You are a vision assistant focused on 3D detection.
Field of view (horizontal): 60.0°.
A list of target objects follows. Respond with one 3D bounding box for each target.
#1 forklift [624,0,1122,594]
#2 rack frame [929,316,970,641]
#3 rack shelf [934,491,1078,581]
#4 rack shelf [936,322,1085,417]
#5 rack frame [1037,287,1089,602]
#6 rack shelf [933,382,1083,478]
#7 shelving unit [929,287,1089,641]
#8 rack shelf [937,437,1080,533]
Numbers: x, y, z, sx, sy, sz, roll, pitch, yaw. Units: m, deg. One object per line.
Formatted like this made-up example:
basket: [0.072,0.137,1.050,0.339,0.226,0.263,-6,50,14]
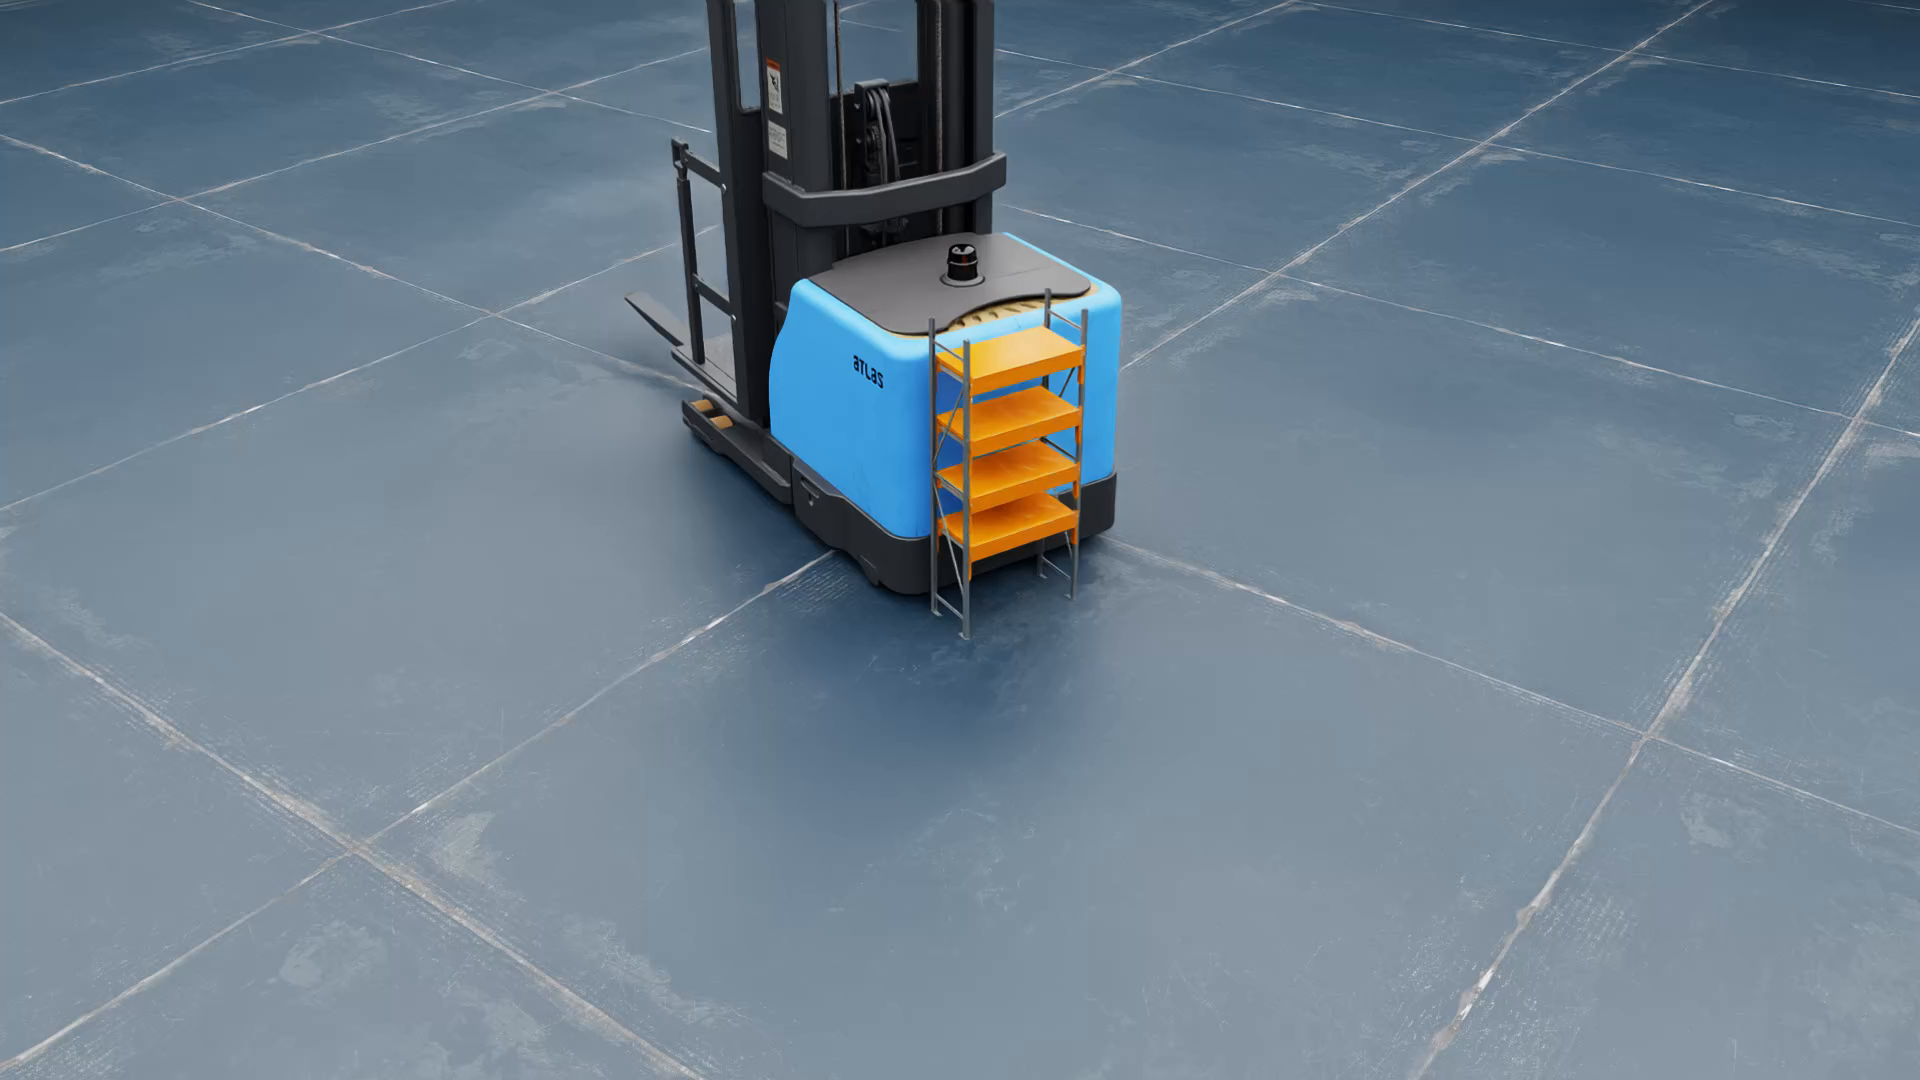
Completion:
forklift: [-0.598,-1.765,6.854,1.130,2.935,3.031,-18,35,-28]
rack frame: [-0.036,-0.196,5.903,0.015,1.200,0.240,-18,35,-28]
rack shelf: [0.168,-0.035,6.153,0.480,0.148,0.258,-18,35,-28]
rack shelf: [0.168,-0.601,5.817,0.480,0.148,0.258,-18,35,-28]
rack frame: [0.373,-0.331,6.132,0.015,1.200,0.240,-18,35,-28]
rack shelf: [0.168,-0.398,5.938,0.480,0.148,0.258,-18,35,-28]
shelving unit: [0.168,-0.263,6.017,0.503,1.200,0.258,-18,35,-28]
rack shelf: [0.168,-0.205,6.052,0.480,0.148,0.258,-18,35,-28]
